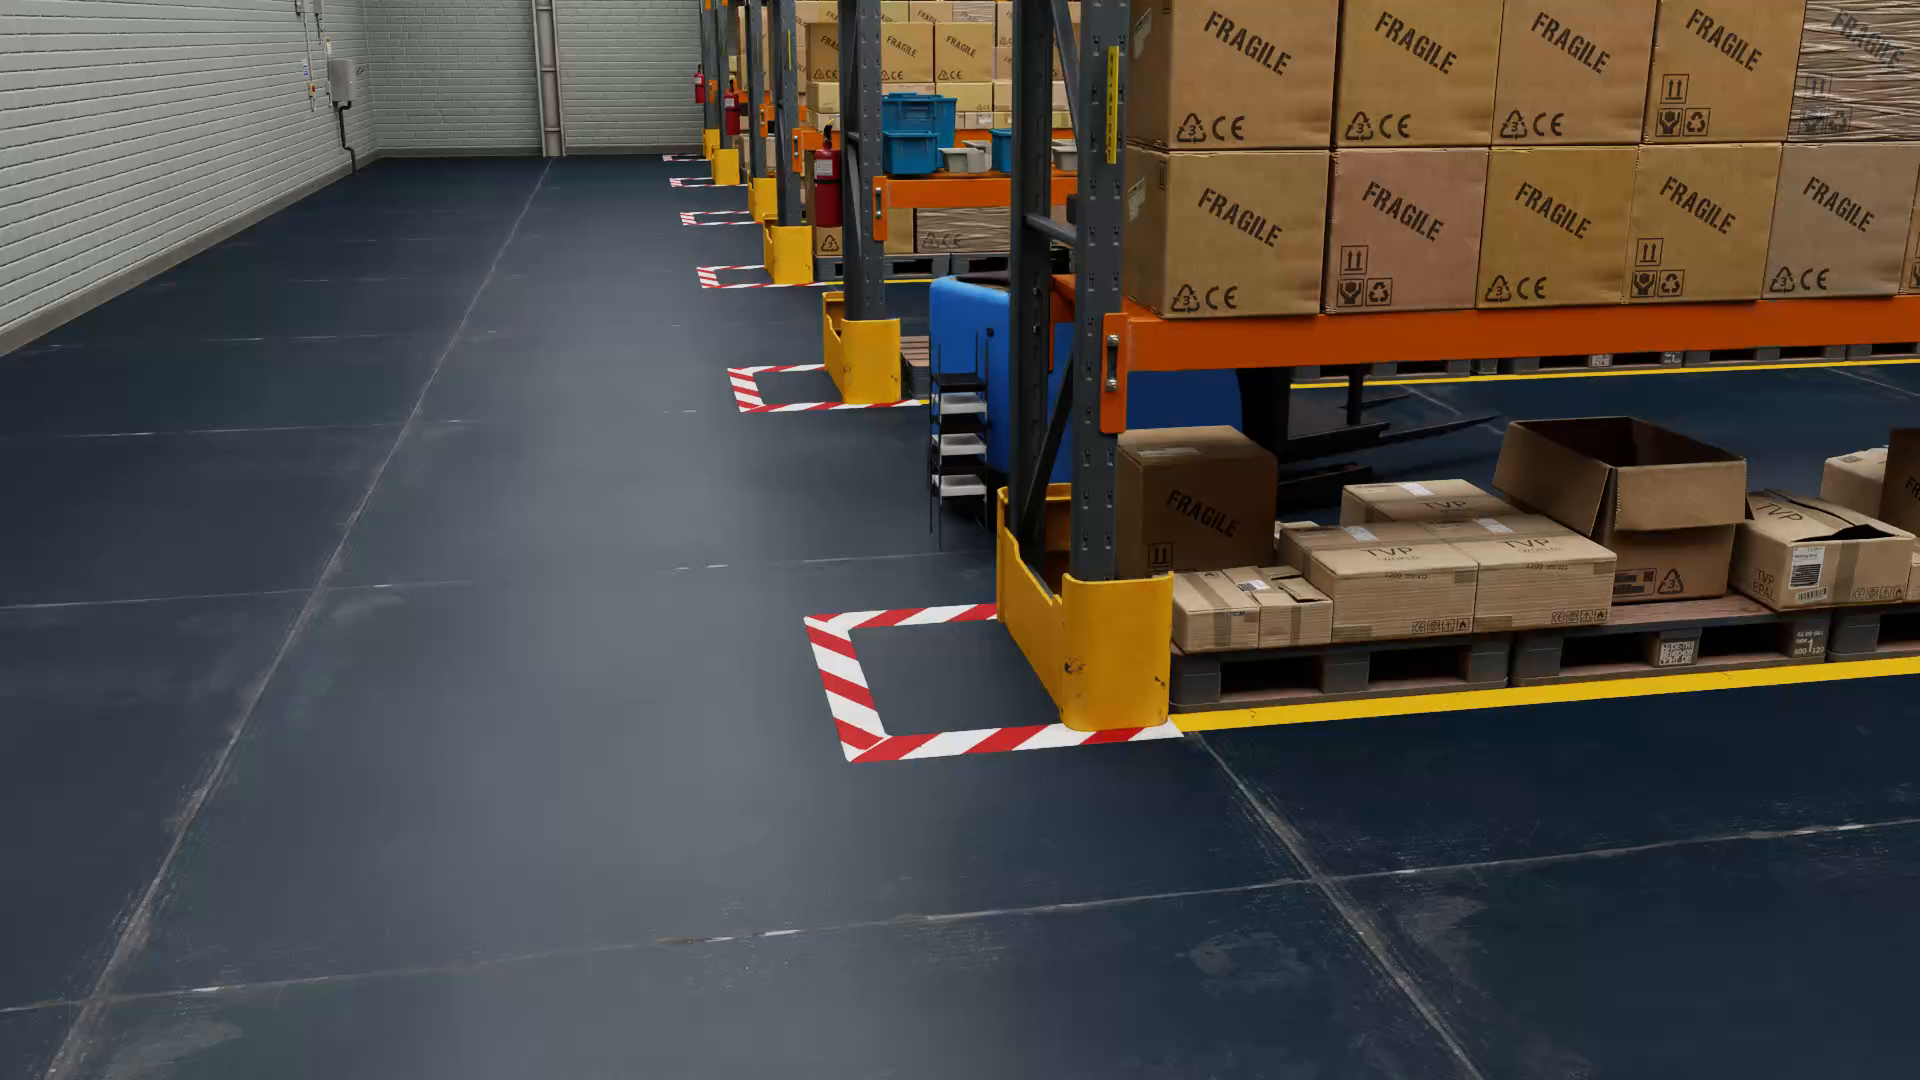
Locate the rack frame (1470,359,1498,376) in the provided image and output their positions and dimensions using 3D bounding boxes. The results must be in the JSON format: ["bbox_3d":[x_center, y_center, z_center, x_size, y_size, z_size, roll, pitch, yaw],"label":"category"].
[{"bbox_3d":[3.324,-2.643,10.792,0.127,3.000,1.000,-3,17,-10],"label":"rack frame"}]

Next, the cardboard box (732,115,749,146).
[{"bbox_3d":[-3.750,-7.150,29.001,0.637,0.503,0.797,-4,18,-13],"label":"cardboard box"}]

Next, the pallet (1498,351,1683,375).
[{"bbox_3d":[4.090,-1.341,11.302,1.213,0.211,1.003,-3,17,-10],"label":"pallet"}]

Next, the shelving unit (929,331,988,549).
[{"bbox_3d":[-0.008,-0.430,7.161,0.210,0.900,0.258,-3,17,-10],"label":"shelving unit"}]

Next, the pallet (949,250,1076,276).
[{"bbox_3d":[0.423,-2.649,15.561,1.213,0.211,1.003,-3,17,-10],"label":"pallet"}]

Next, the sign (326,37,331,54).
[{"bbox_3d":[-9.403,-7.365,24.759,0.001,0.242,0.339,-3,17,-10],"label":"sign"}]

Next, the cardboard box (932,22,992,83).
[{"bbox_3d":[-0.022,-4.284,14.607,0.500,0.500,0.500,-4,17,-12],"label":"cardboard box"}]

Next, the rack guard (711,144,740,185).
[{"bbox_3d":[-3.446,-5.509,24.379,0.348,0.500,1.175,-3,17,-10],"label":"rack guard"}]

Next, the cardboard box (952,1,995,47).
[{"bbox_3d":[0.121,-6.015,19.391,0.500,0.500,0.500,-3,17,-9],"label":"cardboard box"}]

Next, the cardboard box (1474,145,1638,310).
[{"bbox_3d":[1.817,-1.046,5.422,0.500,0.500,0.500,-3,17,-11],"label":"cardboard box"}]

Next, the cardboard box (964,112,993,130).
[{"bbox_3d":[0.130,-3.725,14.742,0.250,0.149,0.380,-3,17,-11],"label":"cardboard box"}]

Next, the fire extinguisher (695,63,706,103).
[{"bbox_3d":[-4.425,-7.779,28.280,0.183,0.674,0.296,-3,17,-10],"label":"fire extinguisher"}]

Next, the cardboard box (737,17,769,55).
[{"bbox_3d":[-2.897,-7.175,23.674,0.500,0.500,0.500,-4,17,-12],"label":"cardboard box"}]

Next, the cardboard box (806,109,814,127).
[{"bbox_3d":[-1.256,-3.843,15.125,0.250,0.149,0.380,-3,17,-9],"label":"cardboard box"}]

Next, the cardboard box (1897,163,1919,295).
[{"bbox_3d":[3.312,-1.132,5.701,0.500,0.500,0.500,-3,17,-9],"label":"cardboard box"}]

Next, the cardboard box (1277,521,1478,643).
[{"bbox_3d":[1.411,0.136,5.679,0.500,0.250,0.500,-3,17,-10],"label":"cardboard box"}]

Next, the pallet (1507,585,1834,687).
[{"bbox_3d":[2.385,0.225,6.203,1.213,0.211,1.003,-3,17,-10],"label":"pallet"}]

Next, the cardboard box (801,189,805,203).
[{"bbox_3d":[-1.809,-4.058,19.540,0.250,0.149,0.380,-3,17,-9],"label":"cardboard box"}]

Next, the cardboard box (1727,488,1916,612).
[{"bbox_3d":[3.018,0.015,5.967,0.500,0.311,0.500,-3,17,-10],"label":"cardboard box"}]

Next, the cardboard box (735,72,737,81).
[{"bbox_3d":[-3.752,-7.982,28.603,0.250,0.149,0.380,-3,17,-9],"label":"cardboard box"}]

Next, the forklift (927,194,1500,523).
[{"bbox_3d":[1.363,-1.680,7.771,3.031,2.935,1.130,-11,20,-31],"label":"forklift"}]

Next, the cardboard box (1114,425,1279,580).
[{"bbox_3d":[0.820,-0.109,6.049,0.500,0.500,0.500,-3,17,-10],"label":"cardboard box"}]

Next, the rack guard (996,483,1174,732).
[{"bbox_3d":[0.407,0.198,5.797,0.348,0.500,1.175,-3,17,-10],"label":"rack guard"}]

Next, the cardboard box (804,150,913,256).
[{"bbox_3d":[-0.930,-3.092,15.156,0.875,0.875,0.875,-3,17,-10],"label":"cardboard box"}]

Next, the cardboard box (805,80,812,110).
[{"bbox_3d":[-1.117,-4.022,15.030,0.500,0.250,0.500,-4,17,-11],"label":"cardboard box"}]

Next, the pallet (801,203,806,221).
[{"bbox_3d":[-1.506,-3.990,19.926,1.213,0.211,1.003,-3,17,-10],"label":"pallet"}]

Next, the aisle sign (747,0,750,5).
[{"bbox_3d":[-2.399,-6.436,18.712,0.004,0.787,0.394,-3,17,-10],"label":"aisle sign"}]

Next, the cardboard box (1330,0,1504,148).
[{"bbox_3d":[1.330,-1.498,5.190,0.500,0.500,0.500,-3,17,-10],"label":"cardboard box"}]

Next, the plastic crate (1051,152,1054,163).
[{"bbox_3d":[0.450,-2.433,10.453,0.243,0.136,0.396,-3,17,-10],"label":"plastic crate"}]

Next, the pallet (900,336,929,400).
[{"bbox_3d":[0.214,-1.122,10.589,1.213,0.211,1.003,-3,17,-10],"label":"pallet"}]

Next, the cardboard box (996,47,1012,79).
[{"bbox_3d":[0.611,-5.559,19.610,0.500,0.500,0.500,-4,17,-12],"label":"cardboard box"}]

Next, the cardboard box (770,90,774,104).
[{"bbox_3d":[-2.118,-5.263,19.750,0.250,0.149,0.380,-3,17,-10],"label":"cardboard box"}]

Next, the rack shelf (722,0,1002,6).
[{"bbox_3d":[-1.459,-7.906,24.044,4.000,0.370,1.077,-3,17,-10],"label":"rack shelf"}]

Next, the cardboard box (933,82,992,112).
[{"bbox_3d":[-0.017,-3.925,14.715,0.500,0.250,0.500,-4,17,-12],"label":"cardboard box"}]

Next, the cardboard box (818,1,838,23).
[{"bbox_3d":[-1.399,-5.930,19.113,0.500,0.500,0.500,-3,17,-9],"label":"cardboard box"}]

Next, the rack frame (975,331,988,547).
[{"bbox_3d":[0.092,-0.435,7.180,0.006,0.900,0.240,-3,17,-10],"label":"rack frame"}]

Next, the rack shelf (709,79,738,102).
[{"bbox_3d":[-2.404,-7.903,29.143,4.000,0.370,1.077,-3,17,-10],"label":"rack shelf"}]

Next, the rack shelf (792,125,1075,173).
[{"bbox_3d":[0.421,-3.616,15.183,4.000,0.370,1.077,-3,17,-10],"label":"rack shelf"}]

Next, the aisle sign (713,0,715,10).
[{"bbox_3d":[-3.552,-8.033,23.912,0.004,0.787,0.394,-3,17,-10],"label":"aisle sign"}]

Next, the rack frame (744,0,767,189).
[{"bbox_3d":[-2.385,-5.284,19.389,0.127,3.000,1.000,-3,17,-10],"label":"rack frame"}]

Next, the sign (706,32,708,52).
[{"bbox_3d":[-4.265,-8.393,28.038,0.005,0.325,0.100,-3,17,-10],"label":"sign"}]

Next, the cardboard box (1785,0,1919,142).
[{"bbox_3d":[2.815,-1.581,5.459,0.500,0.500,0.500,-3,17,-10],"label":"cardboard box"}]

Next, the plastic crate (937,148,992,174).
[{"bbox_3d":[0.032,-2.236,9.812,0.298,0.136,0.250,-3,17,-10],"label":"plastic crate"}]

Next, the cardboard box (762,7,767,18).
[{"bbox_3d":[-2.778,-7.516,23.678,0.250,0.149,0.380,-3,17,-9],"label":"cardboard box"}]

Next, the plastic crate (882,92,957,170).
[{"bbox_3d":[-0.310,-2.538,10.288,0.499,0.435,0.616,-3,17,-10],"label":"plastic crate"}]

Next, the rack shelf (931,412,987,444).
[{"bbox_3d":[-0.008,-0.484,7.145,0.200,0.077,0.258,-3,17,-10],"label":"rack shelf"}]

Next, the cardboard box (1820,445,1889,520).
[{"bbox_3d":[3.807,-0.179,6.599,0.500,0.311,0.500,-3,17,-10],"label":"cardboard box"}]

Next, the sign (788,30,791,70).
[{"bbox_3d":[-1.443,-4.140,14.054,0.005,0.325,0.100,-3,17,-10],"label":"sign"}]

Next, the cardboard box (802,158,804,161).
[{"bbox_3d":[-1.913,-4.509,19.992,0.250,0.149,0.380,-3,17,-10],"label":"cardboard box"}]

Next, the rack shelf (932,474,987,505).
[{"bbox_3d":[-0.008,-0.226,7.224,0.200,0.077,0.258,-3,17,-10],"label":"rack shelf"}]

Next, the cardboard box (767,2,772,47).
[{"bbox_3d":[-1.982,-6.049,19.500,0.500,0.500,0.500,-4,17,-12],"label":"cardboard box"}]
